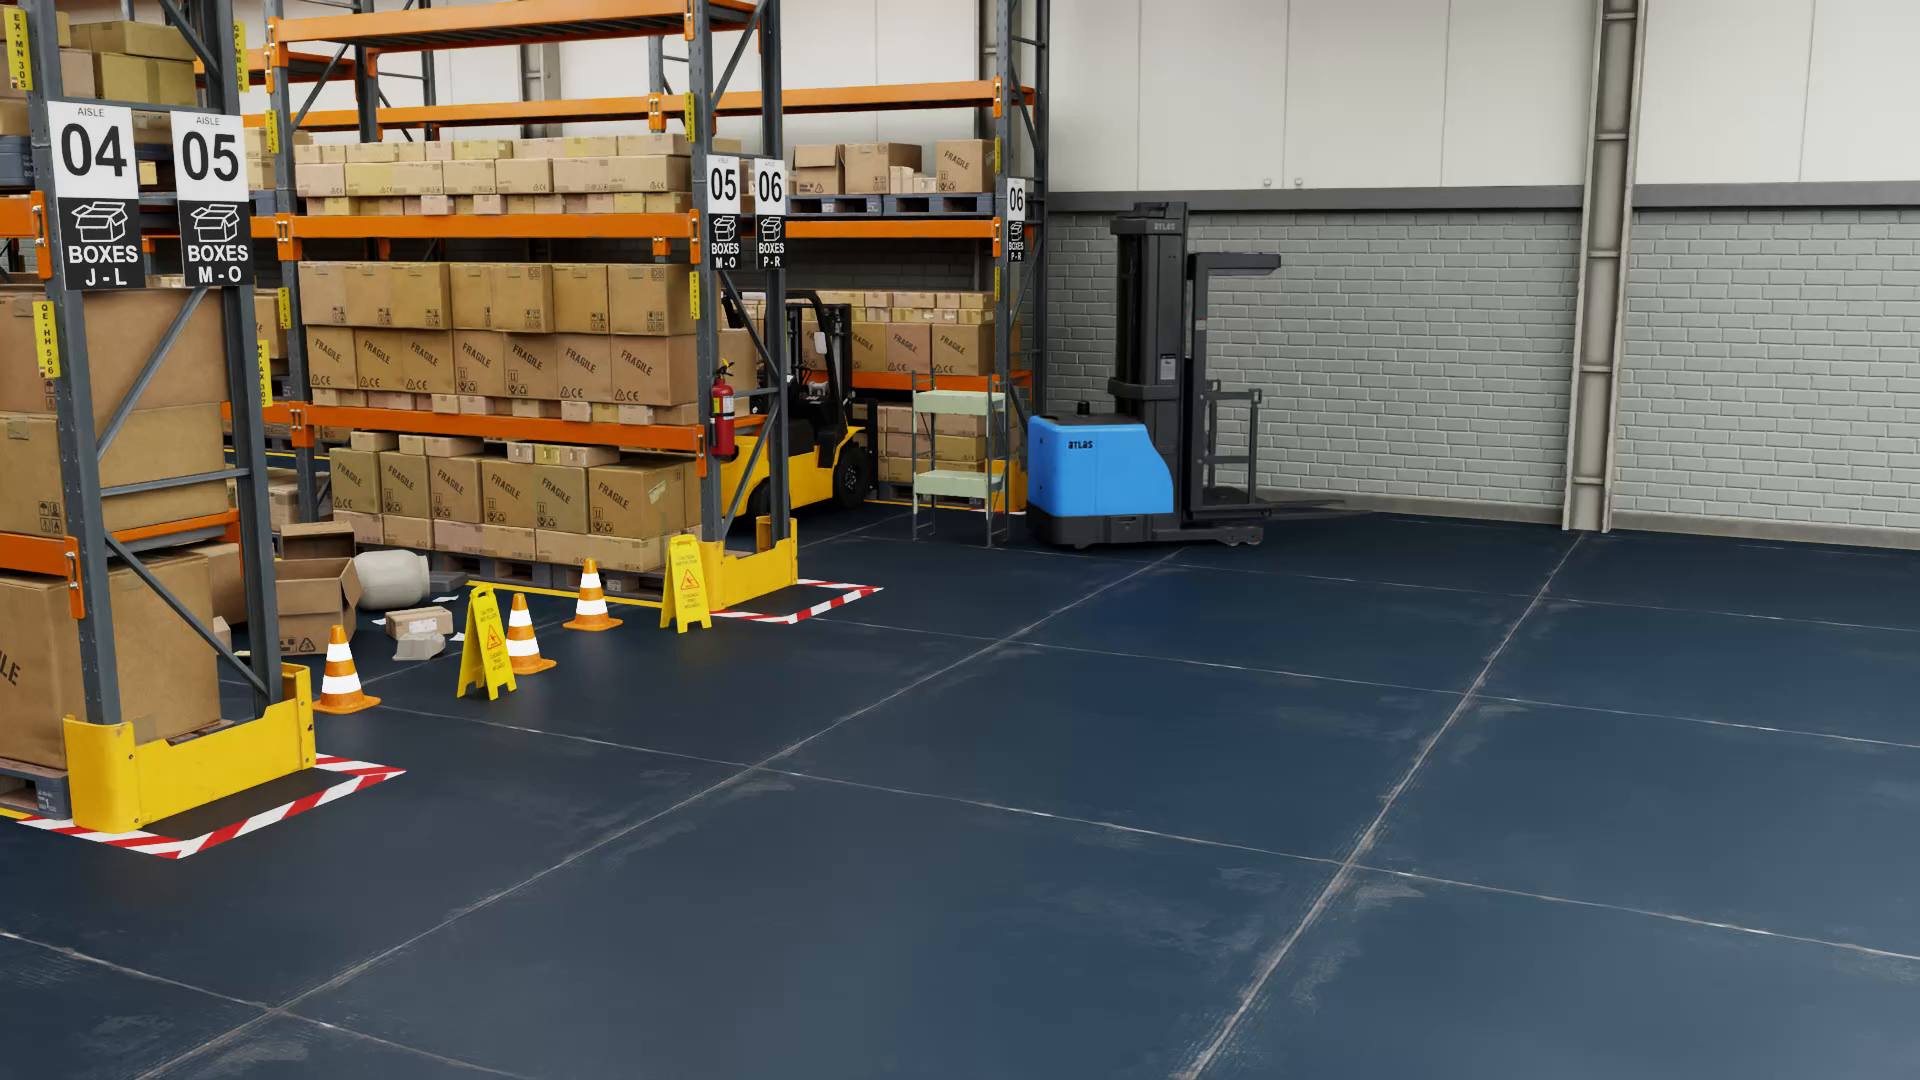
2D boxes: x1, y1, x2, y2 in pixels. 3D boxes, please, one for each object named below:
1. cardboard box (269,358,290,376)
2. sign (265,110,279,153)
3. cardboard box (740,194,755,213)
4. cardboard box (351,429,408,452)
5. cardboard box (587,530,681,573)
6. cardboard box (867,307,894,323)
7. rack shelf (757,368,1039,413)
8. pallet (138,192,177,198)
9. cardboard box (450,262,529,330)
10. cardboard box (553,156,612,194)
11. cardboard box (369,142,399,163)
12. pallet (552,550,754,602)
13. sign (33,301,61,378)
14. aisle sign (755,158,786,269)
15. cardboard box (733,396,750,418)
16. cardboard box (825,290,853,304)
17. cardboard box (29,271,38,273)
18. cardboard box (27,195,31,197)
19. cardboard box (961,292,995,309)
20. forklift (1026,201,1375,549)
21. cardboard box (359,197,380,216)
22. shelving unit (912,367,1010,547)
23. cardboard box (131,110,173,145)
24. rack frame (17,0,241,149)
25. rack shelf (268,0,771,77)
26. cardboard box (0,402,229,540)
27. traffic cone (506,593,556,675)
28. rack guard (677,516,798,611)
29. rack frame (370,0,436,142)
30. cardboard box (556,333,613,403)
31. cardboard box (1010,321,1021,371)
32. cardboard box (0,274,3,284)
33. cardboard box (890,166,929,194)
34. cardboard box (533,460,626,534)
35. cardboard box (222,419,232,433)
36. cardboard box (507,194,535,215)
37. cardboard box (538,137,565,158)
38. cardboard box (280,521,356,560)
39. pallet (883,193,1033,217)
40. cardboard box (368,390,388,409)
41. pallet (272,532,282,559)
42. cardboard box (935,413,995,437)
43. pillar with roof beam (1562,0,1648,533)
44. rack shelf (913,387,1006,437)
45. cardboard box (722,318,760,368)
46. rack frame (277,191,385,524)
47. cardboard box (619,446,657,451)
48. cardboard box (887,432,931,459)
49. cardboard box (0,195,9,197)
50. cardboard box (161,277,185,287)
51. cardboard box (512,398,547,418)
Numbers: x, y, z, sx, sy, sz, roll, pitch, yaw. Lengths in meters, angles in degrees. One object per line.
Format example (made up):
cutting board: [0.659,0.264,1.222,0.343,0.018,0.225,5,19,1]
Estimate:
cardboard box: [-5.751,-1.456,13.881,0.250,0.149,0.380,5,11,27]
sign: [-5.410,-3.212,13.076,0.005,0.325,0.100,5,11,26]
cardboard box: [-1.734,-2.492,12.360,0.250,0.149,0.380,5,11,26]
cardboard box: [-4.672,-0.810,13.396,0.250,0.149,0.380,5,11,27]
cardboard box: [-2.446,0.062,12.507,0.500,0.250,0.500,5,11,26]
cardboard box: [-0.748,-2.286,16.838,0.250,0.149,0.380,5,11,24]
rack shelf: [-1.181,-1.658,17.491,4.000,0.370,1.077,5,11,26]
pallet: [-6.605,-2.907,14.477,1.003,0.211,1.213,5,11,26]
cardboard box: [-3.474,-1.881,12.778,0.500,0.500,0.700,5,11,25]
cardboard box: [-2.603,-2.650,12.111,0.500,0.250,0.500,5,11,25]
cardboard box: [-4.327,-2.982,12.827,0.250,0.149,0.380,5,11,25]
pallet: [-2.361,0.235,12.841,1.213,0.211,1.003,5,11,26]
sign: [-3.932,-0.864,7.165,0.005,0.325,0.100,5,11,26]
aisle sign: [-1.388,-2.386,12.189,0.004,0.787,0.394,5,11,26]
cardboard box: [-1.793,-0.998,12.527,0.250,0.149,0.380,5,11,26]
cardboard box: [-1.180,-2.484,17.096,0.250,0.149,0.380,5,11,27]
cardboard box: [-12.103,-3.360,22.354,0.500,0.500,0.500,5,12,27]
cardboard box: [-7.909,-3.141,14.960,0.500,0.500,0.700,5,11,26]
cardboard box: [0.198,-2.364,16.433,0.250,0.149,0.380,5,11,26]
forklift: [2.168,-1.477,14.661,3.031,2.935,1.130,-2,10,-12]
cardboard box: [-4.515,-2.634,13.145,0.250,0.149,0.380,5,11,26]
shelving unit: [0.006,-0.737,14.594,0.755,1.500,0.431,5,11,26]
cardboard box: [-3.845,-1.950,7.903,0.250,0.149,0.380,5,11,26]
rack frame: [-3.680,-3.215,7.228,0.127,3.000,1.000,5,11,26]
rack shelf: [-3.374,-3.816,12.575,4.000,0.370,1.077,5,11,26]
cardboard box: [-4.033,-0.359,7.870,0.550,0.550,0.875,5,11,26]
traffic cone: [-2.723,0.563,10.322,0.334,0.463,0.336,5,11,26]
rack guard: [-1.648,0.162,12.430,0.348,0.500,1.175,5,11,26]
rack frame: [-6.562,-5.437,19.505,0.127,3.000,1.000,5,11,26]
cardboard box: [-2.636,-1.296,12.354,0.500,0.500,0.500,5,11,26]
cardboard box: [0.291,-1.987,17.008,0.500,0.500,0.500,5,12,28]
cardboard box: [-9.334,-2.232,15.554,0.500,0.500,0.500,5,11,24]
cardboard box: [-0.492,-3.557,16.458,0.258,0.266,0.396,5,11,26]
cardboard box: [-2.884,-0.346,12.658,0.500,0.500,0.500,6,12,28]
cardboard box: [-9.333,-1.663,21.334,0.500,0.500,0.500,5,11,25]
cardboard box: [-3.160,-2.503,12.420,0.250,0.149,0.380,5,11,24]
cardboard box: [-2.886,-2.878,12.255,0.250,0.149,0.380,5,11,26]
cardboard box: [-4.809,0.154,12.471,0.500,0.500,0.500,-4,11,-23]
pallet: [-0.010,-3.347,16.628,1.213,0.211,1.003,5,11,26]
cardboard box: [-4.526,-1.150,13.365,0.250,0.149,0.380,5,11,26]
pallet: [-5.866,-0.066,14.502,1.213,0.211,1.003,5,11,26]
cardboard box: [0.062,-1.187,16.600,0.500,0.250,0.500,5,12,28]
pillar with roof beam: [3.863,-3.845,10.709,0.400,9.000,9.100,5,11,26]
rack shelf: [0.006,-1.122,14.524,0.720,0.370,0.431,5,11,26]
cardboard box: [-2.218,-2.104,17.653,0.500,0.500,0.500,5,12,27]
rack frame: [-5.167,-1.377,13.916,0.127,3.000,1.000,5,11,26]
cardboard box: [-3.447,-1.247,18.689,0.625,0.625,0.875,6,12,28]
cardboard box: [-0.407,-0.984,16.883,0.500,0.250,0.500,5,11,25]
cardboard box: [-9.159,-3.431,15.375,0.637,0.503,0.797,4,11,22]
cardboard box: [-6.561,-2.169,14.174,0.250,0.149,0.380,4,11,23]
cardboard box: [-3.188,-1.023,12.666,0.250,0.149,0.380,5,11,25]
